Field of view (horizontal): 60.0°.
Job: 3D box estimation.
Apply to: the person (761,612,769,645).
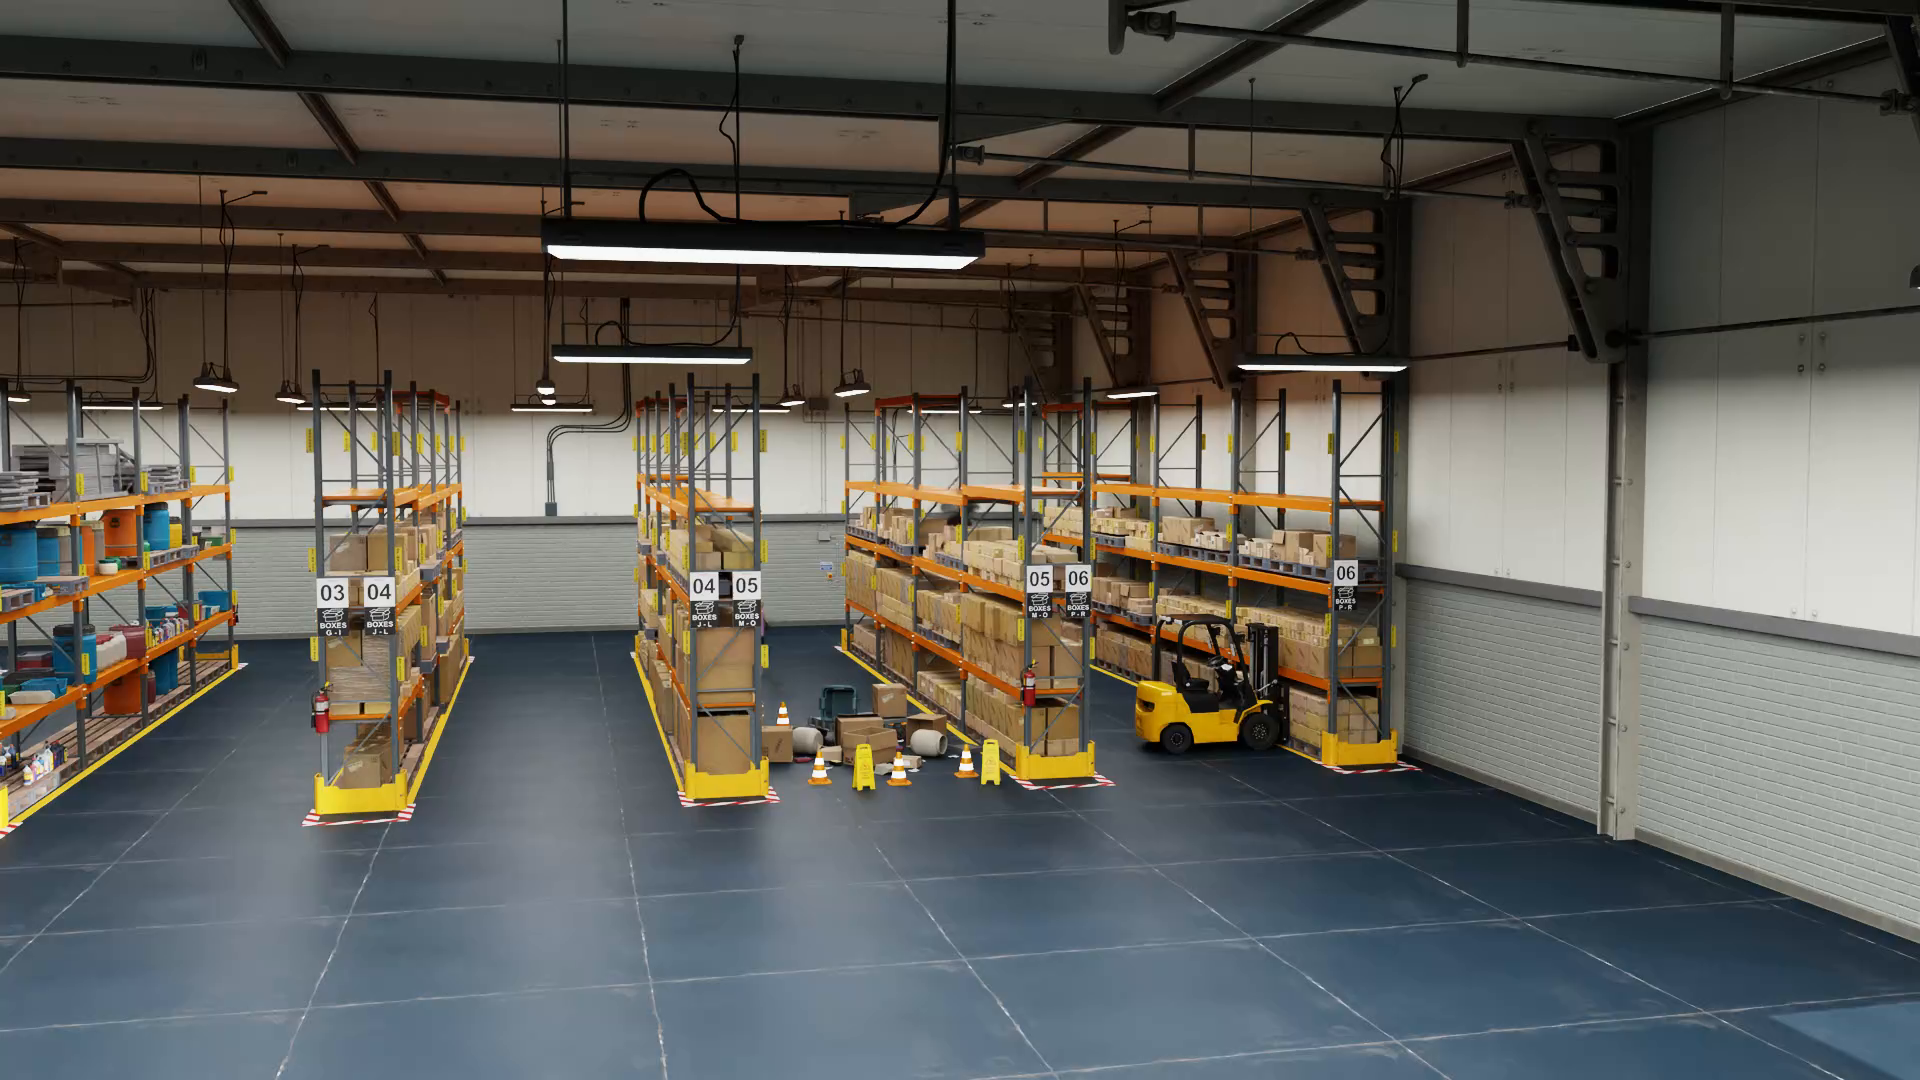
[{"bbox_3d":[-4.484,2.124,36.700,0.547,1.568,0.541,-1,3,-16],"label":"person"}]
